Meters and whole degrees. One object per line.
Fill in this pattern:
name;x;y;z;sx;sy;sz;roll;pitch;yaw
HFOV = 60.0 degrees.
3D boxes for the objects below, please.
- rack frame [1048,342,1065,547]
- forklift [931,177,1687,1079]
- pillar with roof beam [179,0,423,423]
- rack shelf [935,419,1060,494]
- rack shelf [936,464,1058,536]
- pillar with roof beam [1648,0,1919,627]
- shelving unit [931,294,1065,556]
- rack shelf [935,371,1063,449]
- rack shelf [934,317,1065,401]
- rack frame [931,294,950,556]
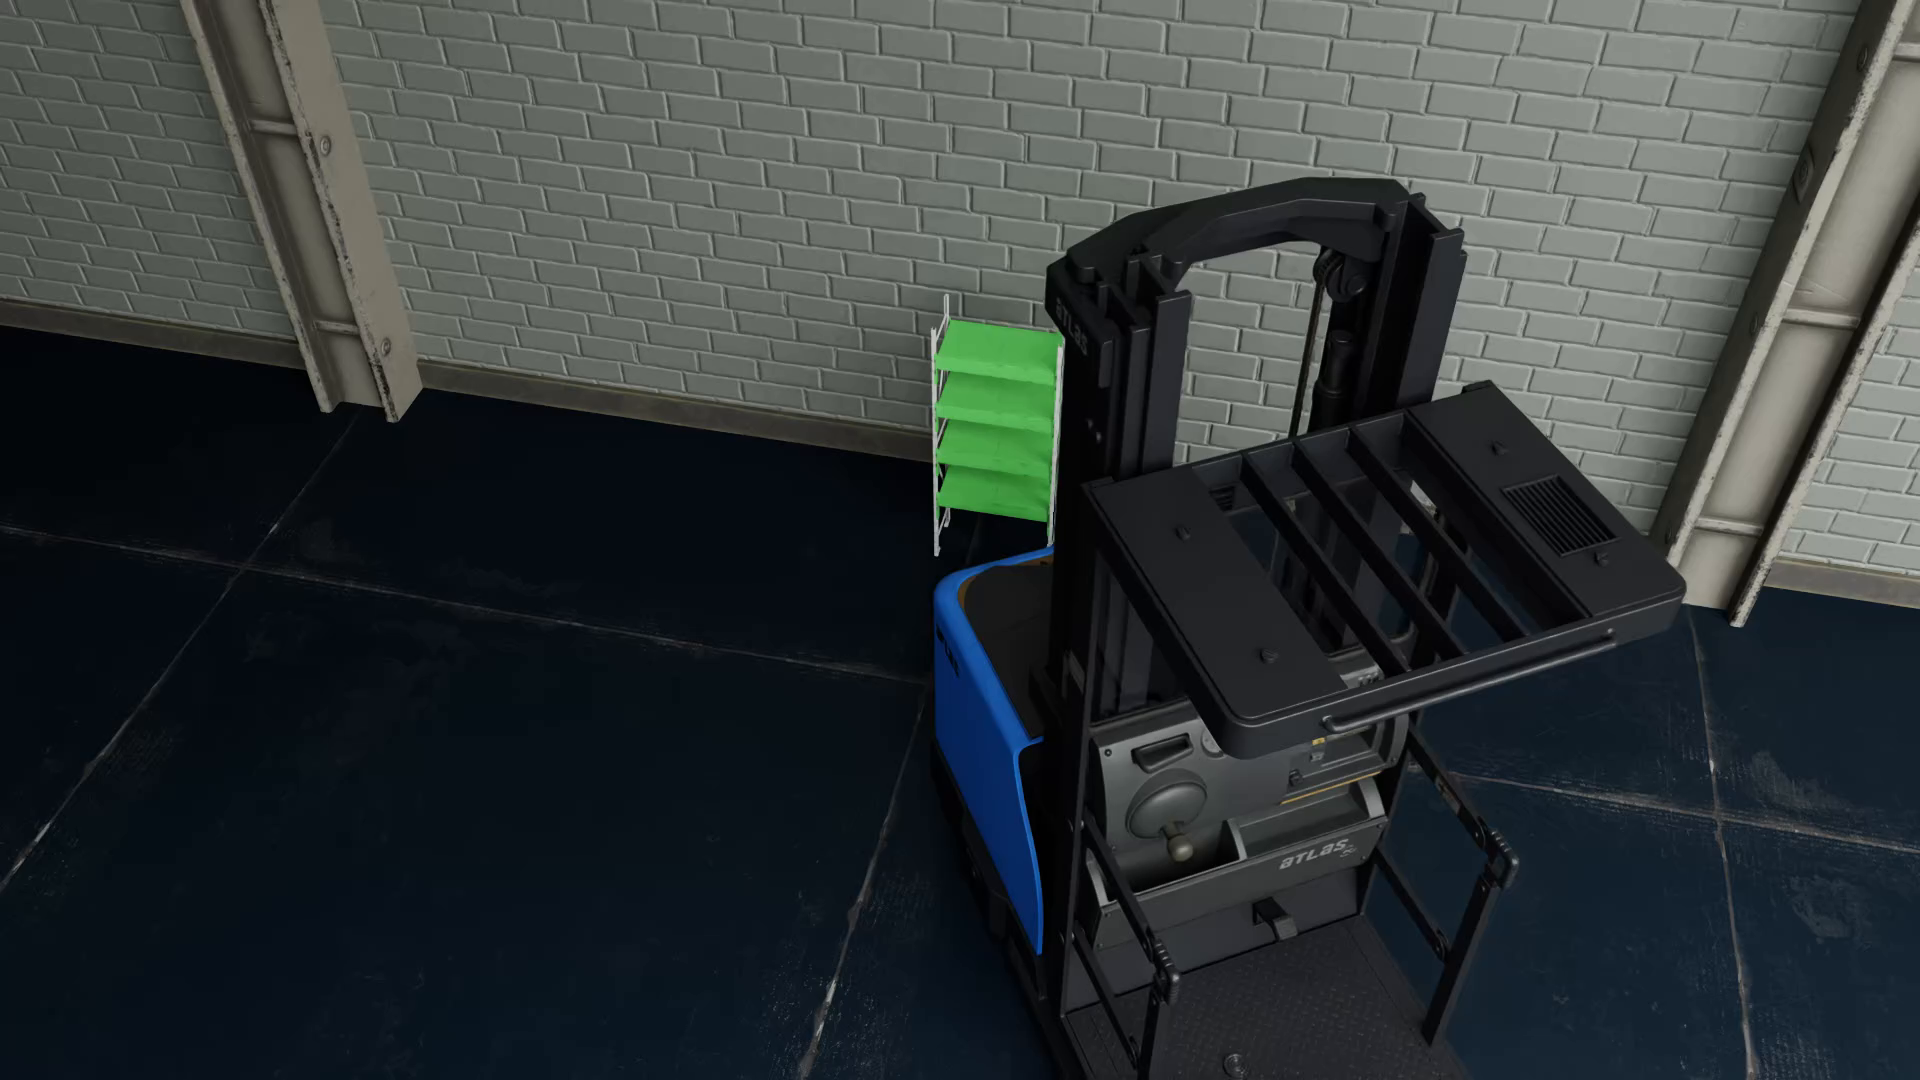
rack frame;0.400;-0.370;6.730;0.015;1.200;0.240;9;45;9
forklift;0.886;0.680;4.390;1.130;2.935;3.031;-15;46;-15
pillar with roof beam;-3.734;-1.011;1.772;0.400;9.000;9.100;9;45;9
rack shelf;0.162;-0.361;6.812;0.480;0.148;0.258;9;45;9
rack shelf;0.162;-0.188;6.979;0.480;0.148;0.258;9;45;9
pillar with roof beam;2.122;-0.103;0.828;0.400;9.000;9.100;9;45;9
shelving unit;0.162;-0.407;6.768;0.503;1.200;0.258;9;45;9
rack shelf;0.162;-0.534;6.646;0.480;0.148;0.258;9;45;9
rack shelf;0.162;-0.707;6.479;0.480;0.148;0.258;9;45;9
rack frame;-0.077;-0.444;6.806;0.015;1.200;0.240;9;45;9
